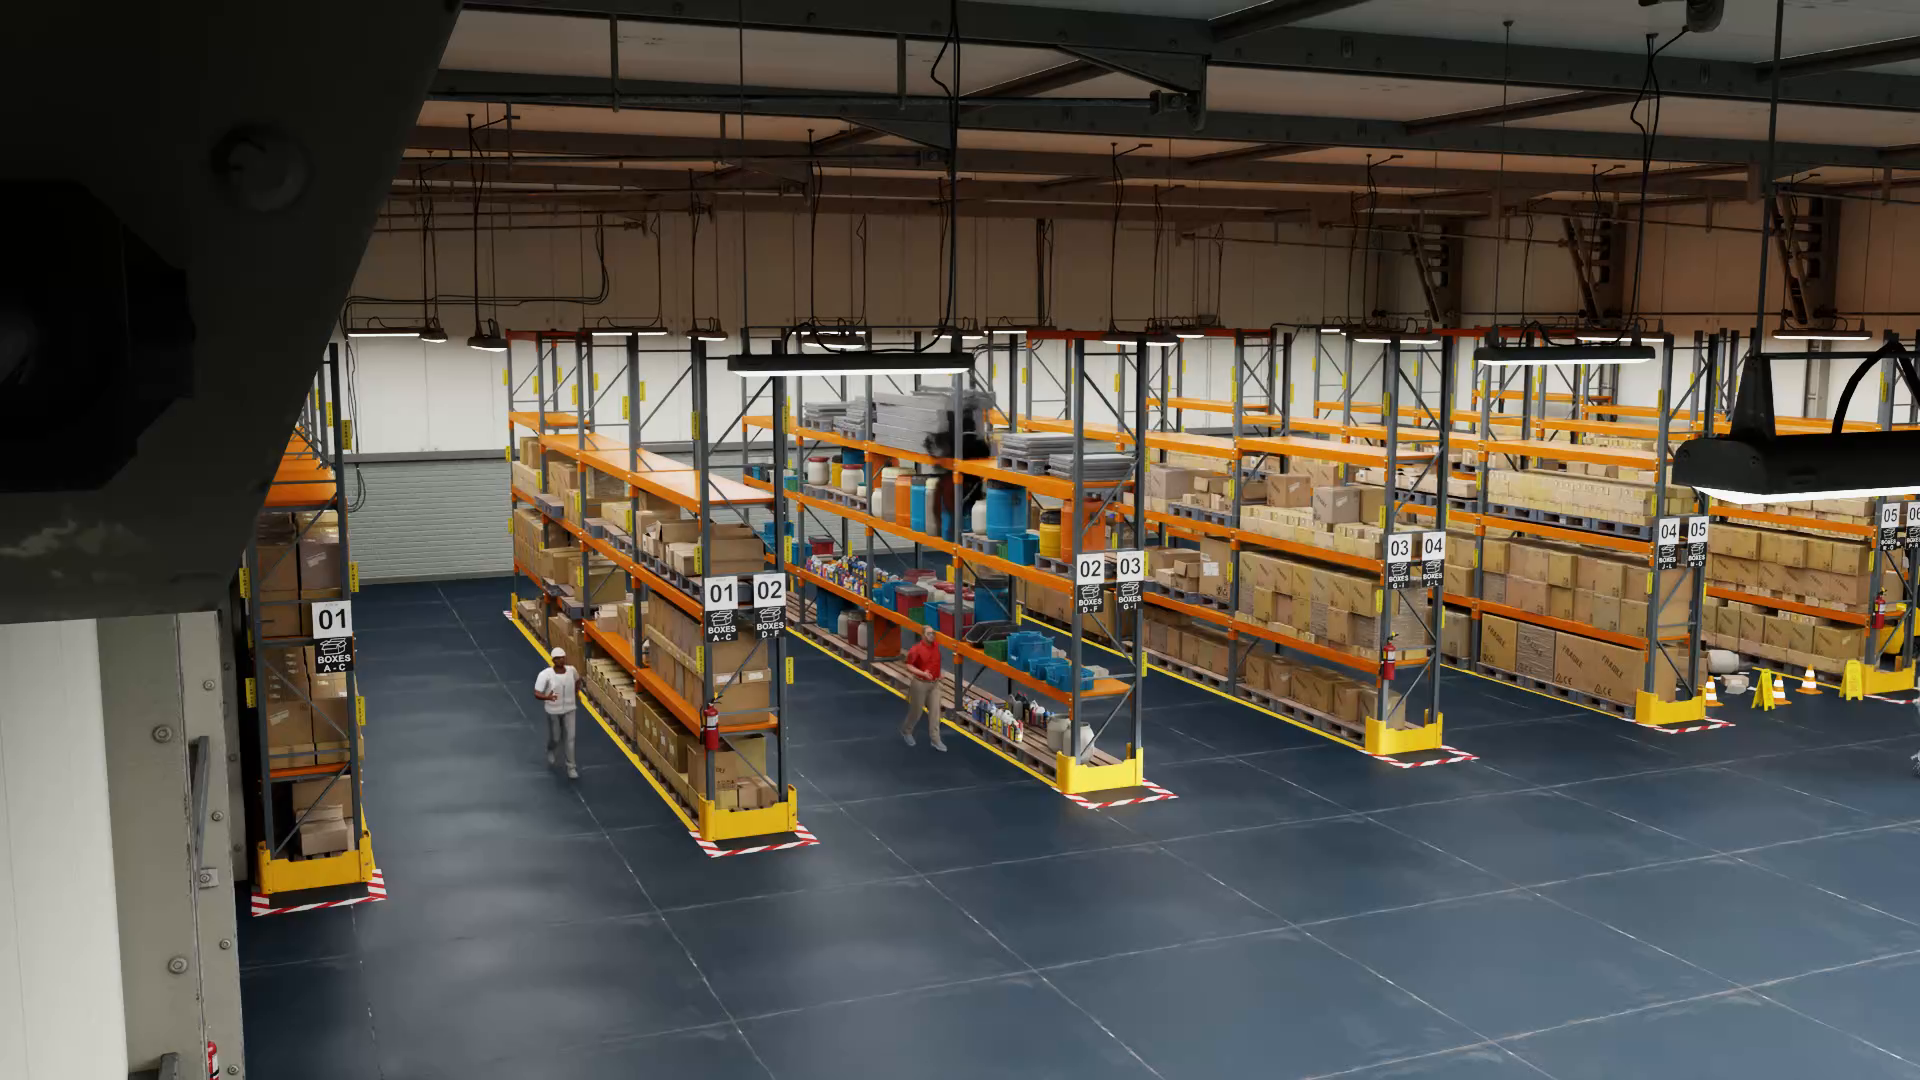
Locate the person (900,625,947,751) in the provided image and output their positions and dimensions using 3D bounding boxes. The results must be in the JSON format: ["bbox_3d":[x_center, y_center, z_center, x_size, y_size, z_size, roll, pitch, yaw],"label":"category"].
[{"bbox_3d":[-0.492,2.051,23.244,0.647,1.766,0.878,-6,10,-37],"label":"person"}]

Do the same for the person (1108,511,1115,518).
[{"bbox_3d":[3.769,-0.033,40.955,0.736,1.681,0.632,-7,10,-42],"label":"person"}]

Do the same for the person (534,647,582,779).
[{"bbox_3d":[-5.465,2.332,22.772,0.703,1.739,1.007,-4,9,-30],"label":"person"}]
